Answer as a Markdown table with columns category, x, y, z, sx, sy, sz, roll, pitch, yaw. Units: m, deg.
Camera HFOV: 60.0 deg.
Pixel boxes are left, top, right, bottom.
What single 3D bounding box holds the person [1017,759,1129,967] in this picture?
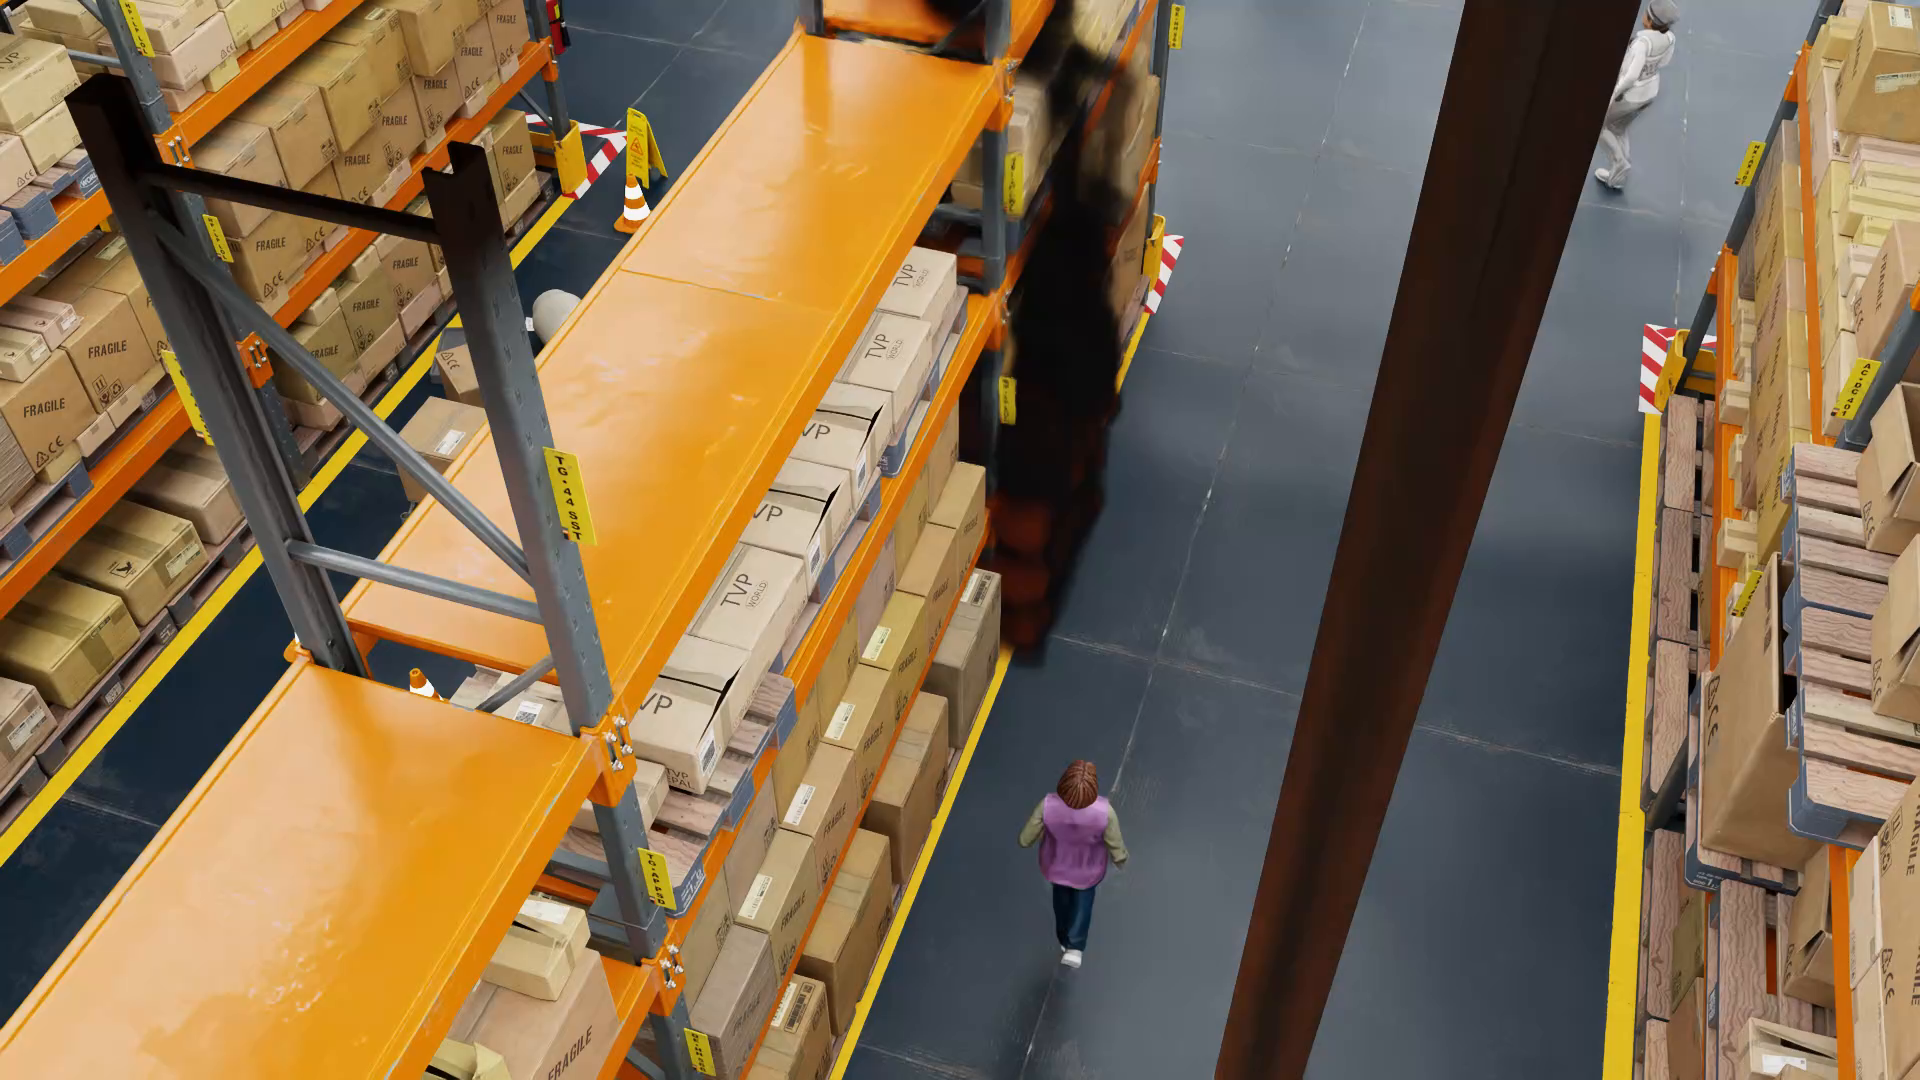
| category | x | y | z | sx | sy | sz | roll | pitch | yaw |
| --- | --- | --- | --- | --- | --- | --- | --- | --- | --- |
| person | 0.548 | 1.583 | 8.108 | 0.537 | 1.556 | 0.491 | 8 | 46 | 7 |

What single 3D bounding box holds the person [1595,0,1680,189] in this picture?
| category | x | y | z | sx | sy | sz | roll | pitch | yaw |
| --- | --- | --- | --- | --- | --- | --- | --- | --- | --- |
| person | 5.438 | -3.640 | 13.528 | 0.663 | 1.649 | 0.569 | -25 | 51 | -22 |
